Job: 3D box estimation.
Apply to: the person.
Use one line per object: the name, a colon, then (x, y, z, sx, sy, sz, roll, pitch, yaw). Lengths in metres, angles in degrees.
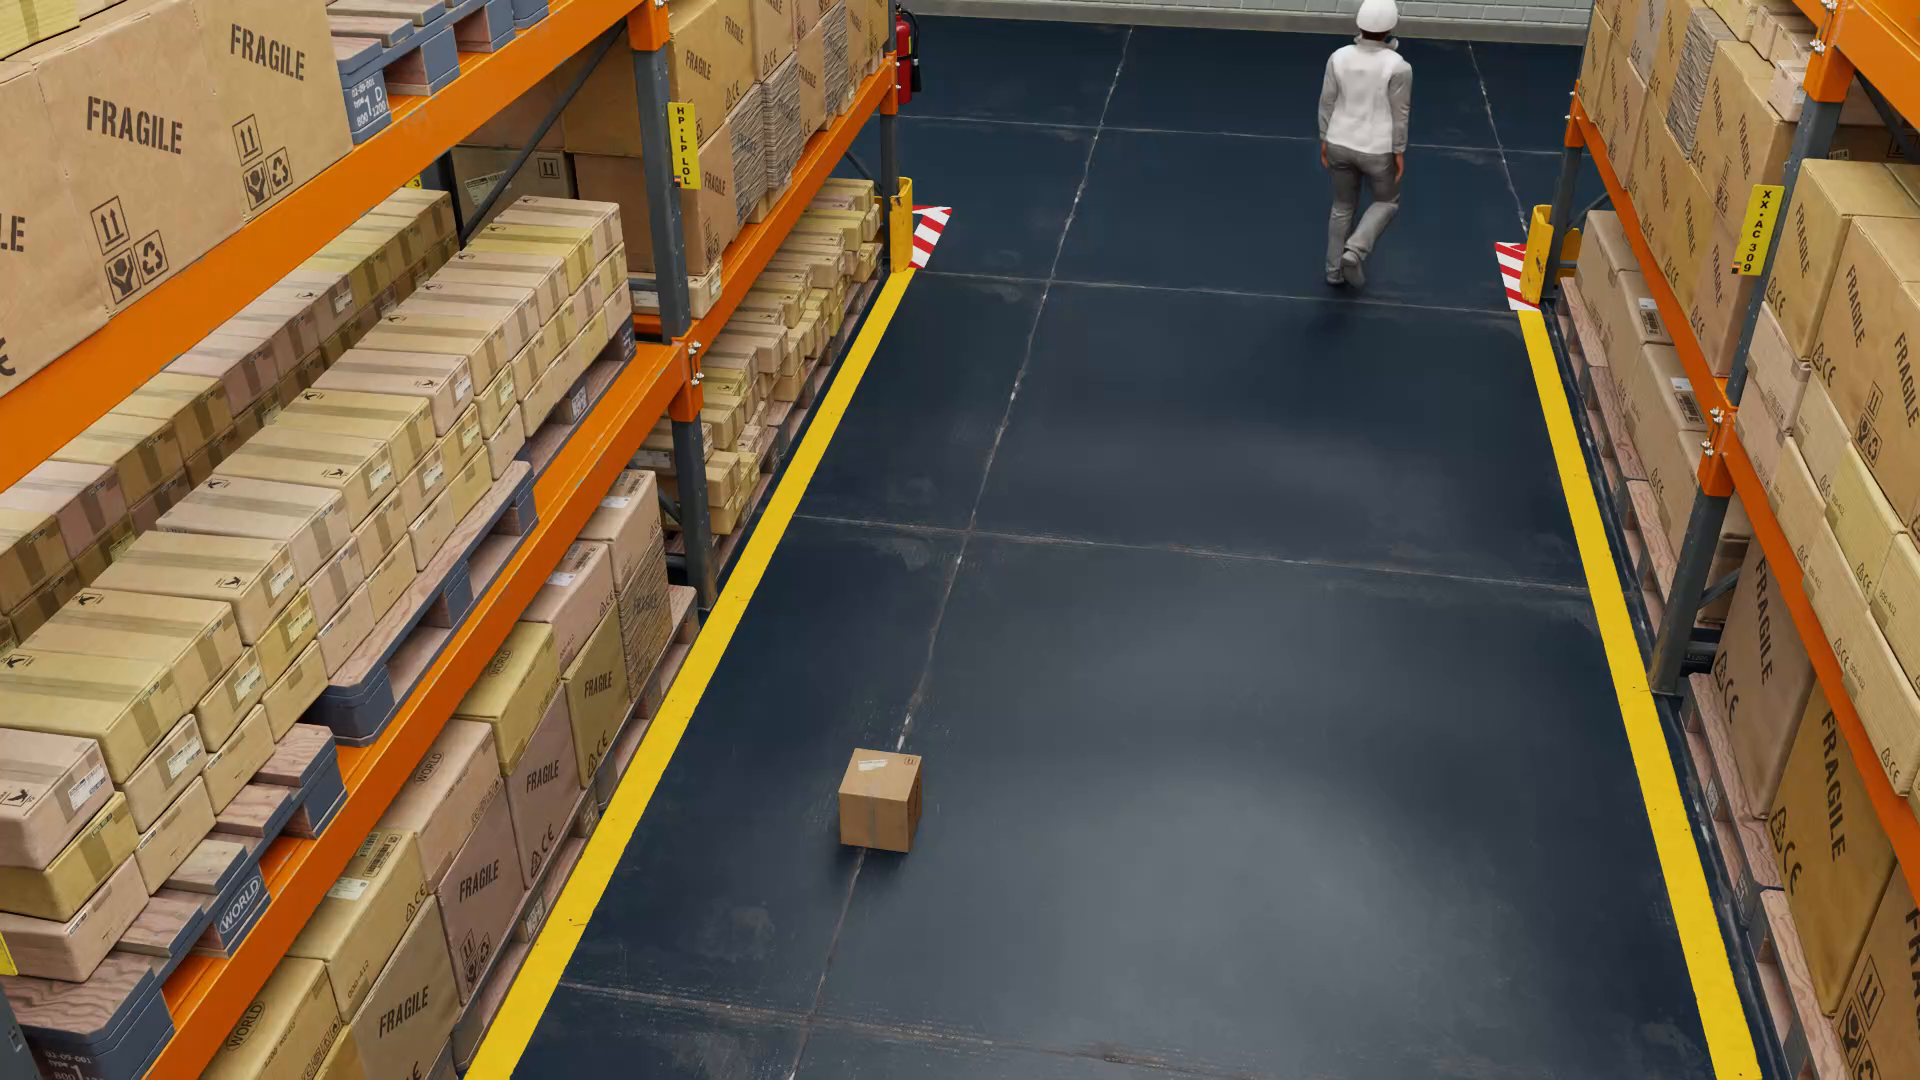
person: (2.360, -2.320, 9.761, 0.546, 1.759, 0.514, 20, 37, 28)
